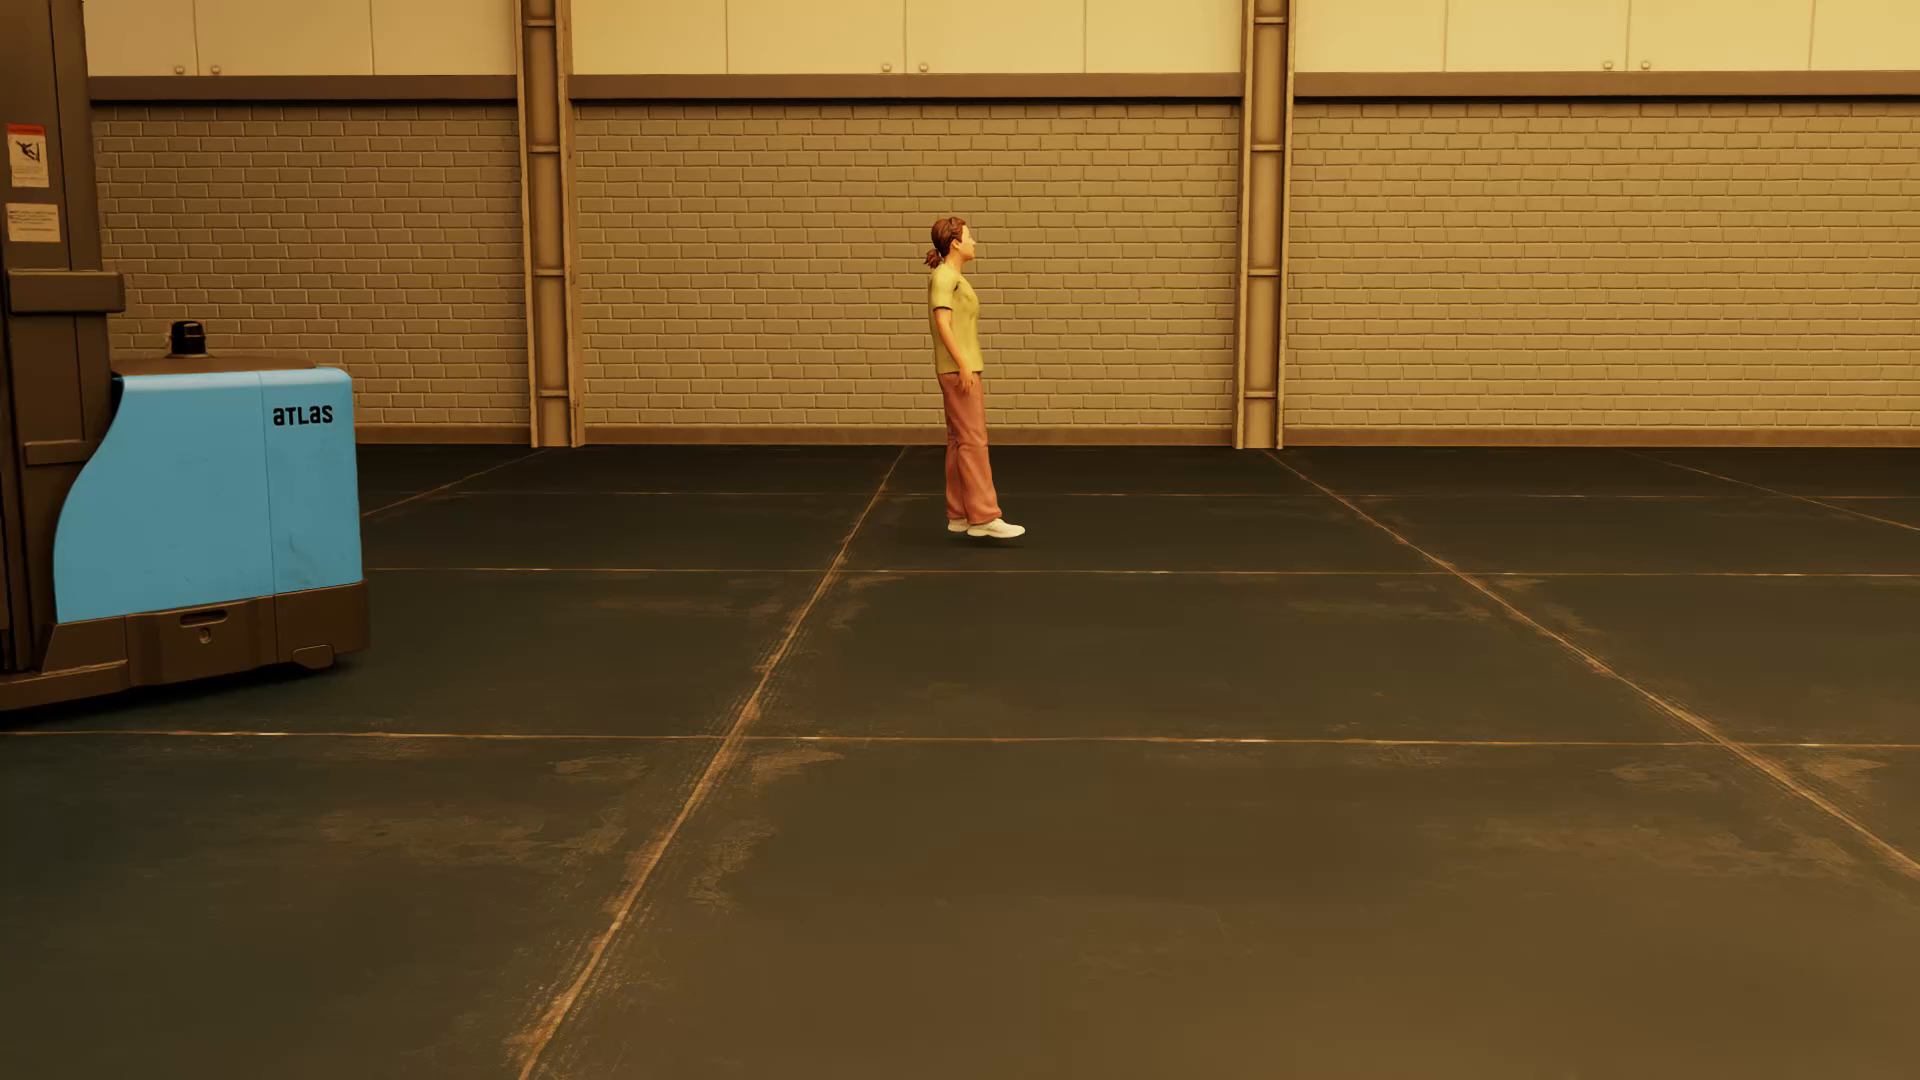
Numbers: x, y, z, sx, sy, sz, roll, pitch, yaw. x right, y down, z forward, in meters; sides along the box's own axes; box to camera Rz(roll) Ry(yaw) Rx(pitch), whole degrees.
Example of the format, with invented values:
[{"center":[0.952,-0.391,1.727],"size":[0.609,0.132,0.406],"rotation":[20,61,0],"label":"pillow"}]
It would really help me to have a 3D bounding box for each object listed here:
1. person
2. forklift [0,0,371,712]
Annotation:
[{"center":[0.073,-0.873,8.855],"size":[0.548,1.675,0.552],"rotation":[0,9,1],"label":"person"},{"center":[-3.512,-0.882,5.064],"size":[1.130,2.935,3.031],"rotation":[8,12,43],"label":"forklift"}]
